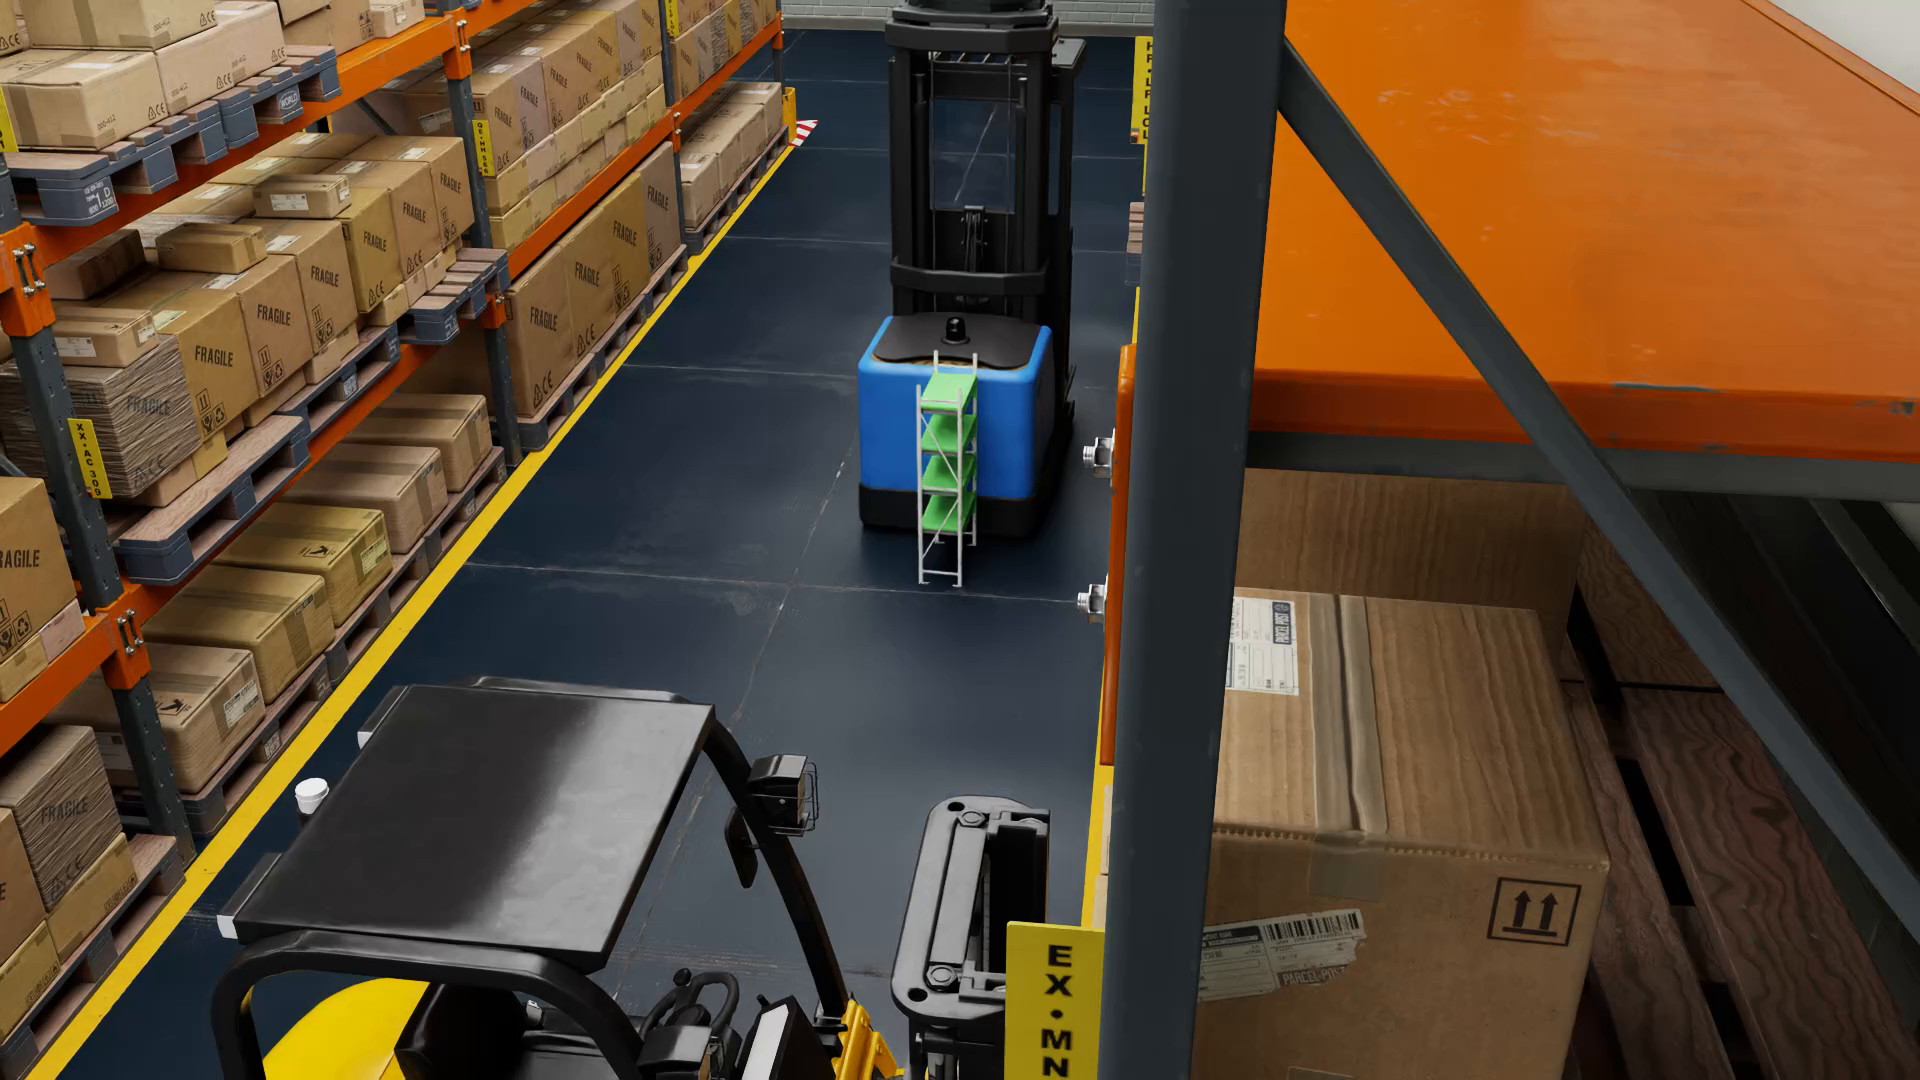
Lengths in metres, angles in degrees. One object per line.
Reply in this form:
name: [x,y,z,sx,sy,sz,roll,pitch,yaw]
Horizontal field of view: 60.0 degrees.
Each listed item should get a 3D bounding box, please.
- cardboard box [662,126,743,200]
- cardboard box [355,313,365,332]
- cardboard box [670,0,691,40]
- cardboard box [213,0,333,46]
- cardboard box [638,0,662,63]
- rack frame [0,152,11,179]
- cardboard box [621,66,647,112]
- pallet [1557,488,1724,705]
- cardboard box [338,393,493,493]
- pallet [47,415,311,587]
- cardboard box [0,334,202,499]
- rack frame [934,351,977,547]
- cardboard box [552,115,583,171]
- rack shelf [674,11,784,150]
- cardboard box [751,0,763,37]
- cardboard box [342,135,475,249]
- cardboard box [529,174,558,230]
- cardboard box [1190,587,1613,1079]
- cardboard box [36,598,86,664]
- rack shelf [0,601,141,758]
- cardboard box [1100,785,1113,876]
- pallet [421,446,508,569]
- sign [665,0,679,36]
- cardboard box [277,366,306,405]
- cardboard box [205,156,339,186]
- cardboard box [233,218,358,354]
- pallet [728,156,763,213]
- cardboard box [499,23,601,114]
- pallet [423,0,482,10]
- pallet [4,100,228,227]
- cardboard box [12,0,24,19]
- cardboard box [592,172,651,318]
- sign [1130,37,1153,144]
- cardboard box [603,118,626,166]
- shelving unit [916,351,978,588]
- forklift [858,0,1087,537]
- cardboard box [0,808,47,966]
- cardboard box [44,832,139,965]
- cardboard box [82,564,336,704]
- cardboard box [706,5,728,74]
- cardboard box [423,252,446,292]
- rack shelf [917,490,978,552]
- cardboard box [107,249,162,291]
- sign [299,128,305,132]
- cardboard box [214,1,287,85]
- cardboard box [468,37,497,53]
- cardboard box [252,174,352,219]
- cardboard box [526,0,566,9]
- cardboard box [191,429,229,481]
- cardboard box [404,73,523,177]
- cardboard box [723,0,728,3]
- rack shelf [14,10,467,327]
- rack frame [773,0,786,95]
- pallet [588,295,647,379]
cardboard box: [-2.533,-3.484,15.312,0.875,0.438,0.875,3,28,5]
cardboard box: [-3.284,-1.128,8.504,0.380,0.149,0.250,4,29,7]
cardboard box: [-2.527,-4.410,13.614,0.500,0.500,0.500,4,29,7]
cardboard box: [-3.474,-2.479,7.918,0.797,0.503,0.637,3,28,6]
cardboard box: [-2.631,-3.975,12.807,0.500,0.500,0.500,4,29,8]
rack frame: [-3.806,-2.591,5.072,1.000,3.000,0.127,3,28,6]
cardboard box: [-2.692,-3.413,12.553,0.500,0.250,0.500,4,29,7]
pallet: [0.890,0.031,3.461,1.003,0.211,1.213,3,28,6]
cardboard box: [-3.395,-0.596,10.021,0.950,0.372,0.625,1,28,3]
pallet: [-3.568,-0.217,7.193,1.003,0.211,1.213,3,28,6]
cardboard box: [-3.464,-0.514,6.680,0.500,0.500,0.500,4,29,7]
rack frame: [-0.026,-0.502,9.417,0.240,1.200,0.015,5,29,9]
cardboard box: [-2.871,-2.688,11.209,0.500,0.250,0.500,3,28,6]
rack shelf: [-2.581,-4.341,15.403,1.077,0.370,4.000,3,28,6]
cardboard box: [-2.208,-5.165,16.069,0.500,0.500,0.500,3,28,5]
cardboard box: [-3.096,-1.963,9.369,0.500,0.500,0.500,3,28,5]
cardboard box: [-2.961,-2.225,10.876,0.500,0.250,0.500,3,28,5]
cardboard box: [0.443,0.403,2.022,0.500,0.500,0.500,4,29,8]
cardboard box: [-3.543,0.329,6.241,0.380,0.149,0.250,3,28,6]
rack shelf: [-4.051,1.308,4.918,1.077,0.370,4.000,3,28,6]
cardboard box: [0.750,1.131,5.889,0.500,0.250,0.500,3,28,5]
pallet: [-3.413,-0.238,9.969,1.003,0.211,1.213,3,28,6]
sign: [-2.286,-4.164,13.179,0.100,0.325,0.005,3,28,6]
cardboard box: [-3.321,-0.756,7.813,0.380,0.149,0.250,4,29,7]
cardboard box: [-3.657,-1.749,8.972,0.500,0.500,0.500,5,29,9]
cardboard box: [-3.277,-1.224,7.998,0.500,0.500,0.500,2,28,4]
pallet: [-2.508,-3.418,15.871,1.003,0.211,1.213,3,28,6]
cardboard box: [-2.818,-3.249,11.459,0.500,0.500,0.500,4,29,7]
pallet: [-3.290,-3.377,9.892,1.213,0.211,1.003,5,29,9]
pallet: [-3.625,-1.472,6.356,1.213,0.211,1.003,3,28,6]
cardboard box: [-3.758,-2.372,7.015,0.500,0.250,0.500,4,29,7]
cardboard box: [-2.925,-2.243,12.549,0.875,0.875,0.875,4,29,8]
sign: [0.581,-1.377,5.104,0.100,0.325,0.005,3,28,6]
cardboard box: [-2.775,-2.948,12.218,0.500,0.250,0.500,3,28,5]
shelving unit: [-0.067,-0.388,9.205,0.258,1.200,0.503,5,29,9]
forklift: [0.166,-1.988,10.350,1.130,2.935,3.031,5,29,9]
cardboard box: [-3.673,1.279,5.879,0.500,0.500,0.500,4,29,7]
cardboard box: [-3.612,1.369,6.502,0.500,0.250,0.500,5,29,9]
cardboard box: [-3.659,0.436,8.106,0.950,0.372,0.625,5,29,9]
cardboard box: [-2.375,-4.436,14.716,0.500,0.500,0.500,4,29,7]
cardboard box: [-3.070,-1.488,9.171,0.380,0.149,0.250,3,28,6]
rack shelf: [-0.067,-0.121,9.350,0.258,0.148,0.480,5,29,9]
cardboard box: [-3.848,-1.017,7.613,0.500,0.500,0.500,4,29,8]
sign: [-3.867,-2.374,9.772,0.100,0.325,0.005,3,28,6]
cardboard box: [-3.236,-2.118,7.072,0.500,0.250,0.500,3,28,6]
cardboard box: [-3.390,-3.051,11.091,0.500,0.500,0.500,3,28,6]
cardboard box: [-3.236,-1.692,8.182,0.380,0.149,0.250,2,28,4]
cardboard box: [-3.200,-3.769,12.423,0.500,0.500,0.500,3,28,6]
cardboard box: [-3.385,-0.383,7.121,0.380,0.149,0.250,4,29,7]
cardboard box: [-3.013,-2.535,10.134,0.500,0.500,0.500,2,28,5]
cardboard box: [-2.321,-5.125,14.941,0.500,0.500,0.500,3,28,6]
rack shelf: [-3.561,-1.895,7.702,1.077,0.370,4.000,3,28,6]
rack frame: [-2.336,-5.599,16.980,1.000,3.000,0.127,3,28,6]
pallet: [-2.992,-1.545,12.395,1.003,0.211,1.213,3,28,6]
